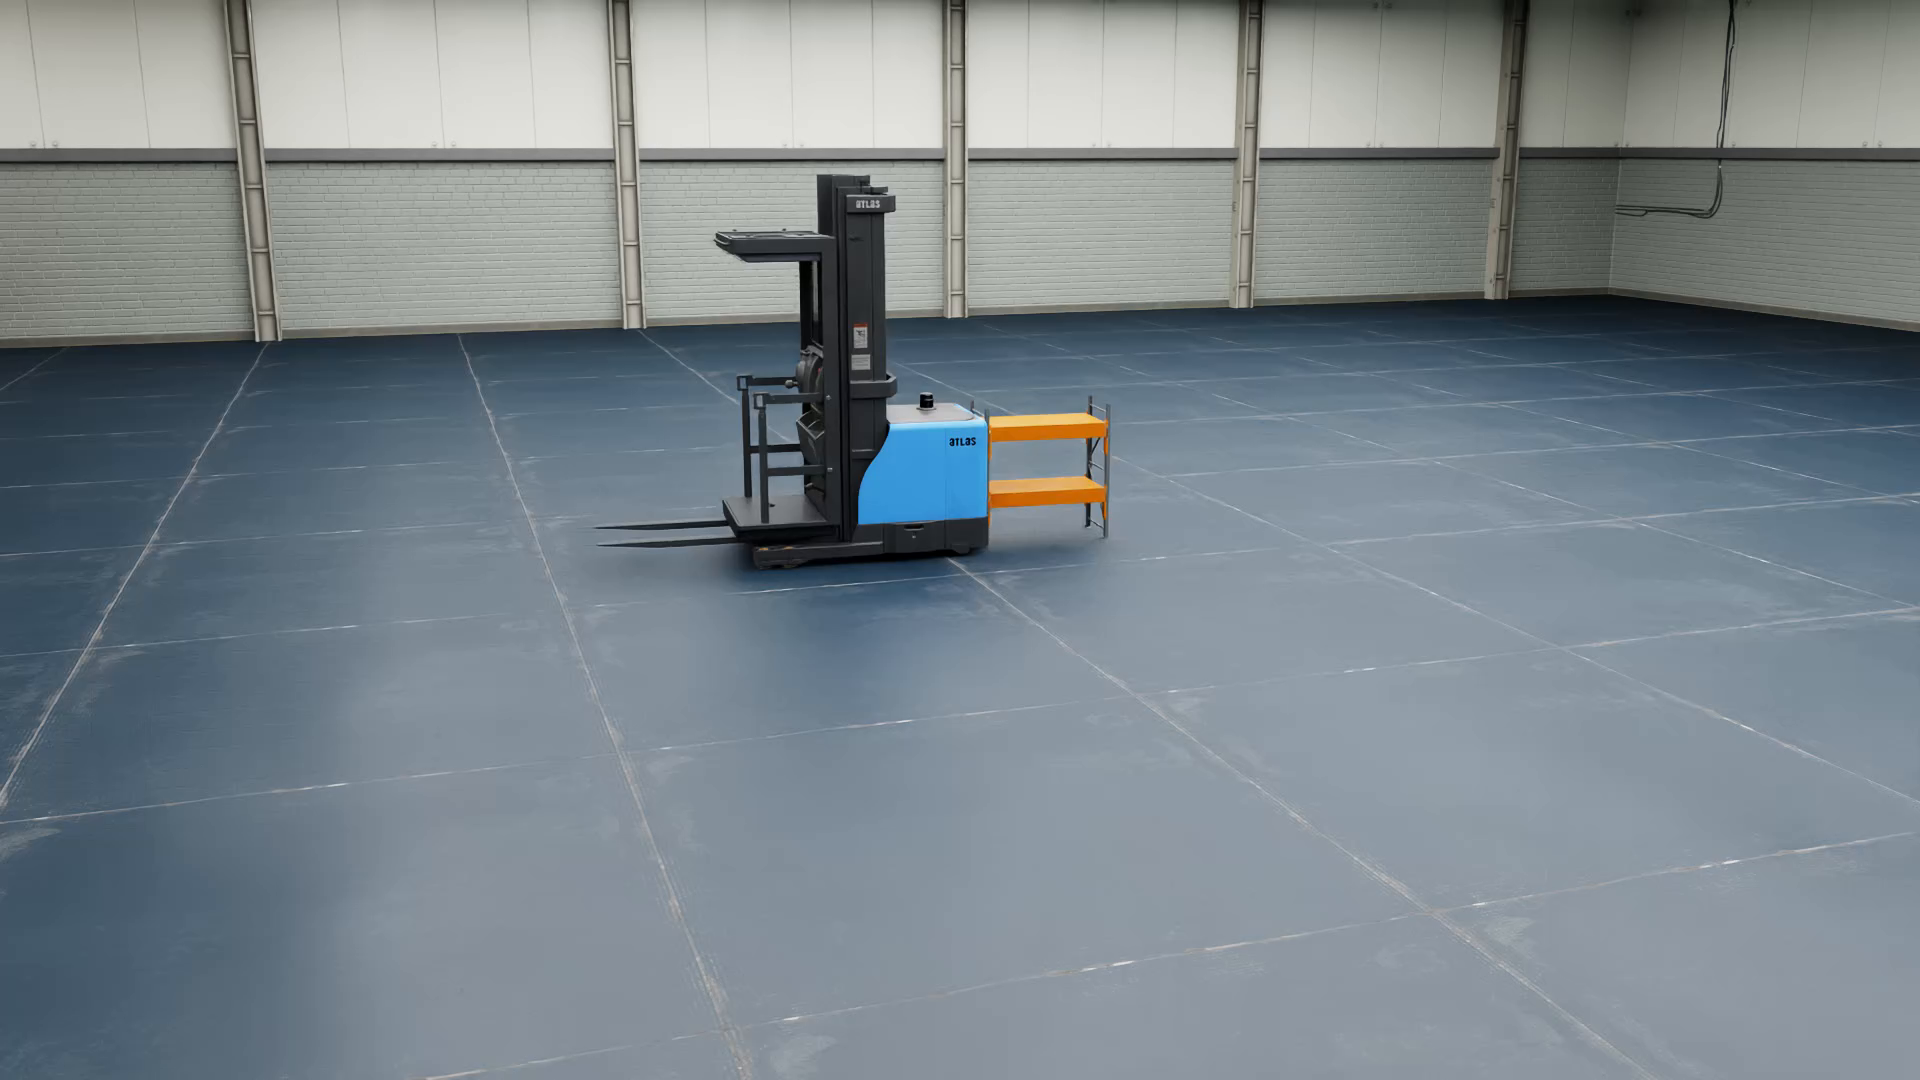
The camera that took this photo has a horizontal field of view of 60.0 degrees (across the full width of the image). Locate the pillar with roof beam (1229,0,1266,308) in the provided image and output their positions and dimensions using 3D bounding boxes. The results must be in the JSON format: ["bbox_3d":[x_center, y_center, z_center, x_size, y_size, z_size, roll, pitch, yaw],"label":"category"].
[{"bbox_3d":[6.973,-8.078,28.158,0.400,9.000,9.100,-4,14,-18],"label":"pillar with roof beam"}]

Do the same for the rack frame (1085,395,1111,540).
[{"bbox_3d":[1.142,-0.606,13.762,0.032,1.125,0.500,-3,14,-14],"label":"rack frame"}]

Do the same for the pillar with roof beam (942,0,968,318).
[{"bbox_3d":[1.287,-7.635,26.296,0.400,9.000,9.100,-4,14,-18],"label":"pillar with roof beam"}]

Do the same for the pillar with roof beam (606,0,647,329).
[{"bbox_3d":[-4.400,-7.192,24.434,0.400,9.000,9.100,-4,14,-18],"label":"pillar with roof beam"}]

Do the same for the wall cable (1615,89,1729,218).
[{"bbox_3d":[14.501,-7.882,34.043,0.112,2.526,3.097,-4,14,-18],"label":"wall cable"}]

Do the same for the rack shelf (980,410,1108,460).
[{"bbox_3d":[0.650,-0.862,13.571,1.000,0.278,0.538,-3,14,-14],"label":"rack shelf"}]

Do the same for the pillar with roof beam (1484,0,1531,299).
[{"bbox_3d":[12.660,-8.521,30.019,0.400,9.000,9.100,-4,14,-18],"label":"pillar with roof beam"}]

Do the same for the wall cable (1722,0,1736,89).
[{"bbox_3d":[15.364,-9.746,30.964,0.112,2.526,3.097,-4,14,-18],"label":"wall cable"}]

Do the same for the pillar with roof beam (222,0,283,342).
[{"bbox_3d":[-10.087,-6.750,22.573,0.400,9.000,9.100,-4,14,-18],"label":"pillar with roof beam"}]

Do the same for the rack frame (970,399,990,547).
[{"bbox_3d":[0.157,-0.548,13.515,0.032,1.125,0.500,-3,14,-14],"label":"rack frame"}]

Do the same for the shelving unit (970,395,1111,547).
[{"bbox_3d":[0.650,-0.577,13.638,1.048,1.125,0.538,-3,14,-14],"label":"shelving unit"}]

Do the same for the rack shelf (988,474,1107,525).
[{"bbox_3d":[0.650,-0.339,13.695,1.000,0.278,0.538,-3,14,-14],"label":"rack shelf"}]

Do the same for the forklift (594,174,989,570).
[{"bbox_3d":[-1.348,-1.333,12.914,3.031,2.935,1.130,-3,14,-14],"label":"forklift"}]
